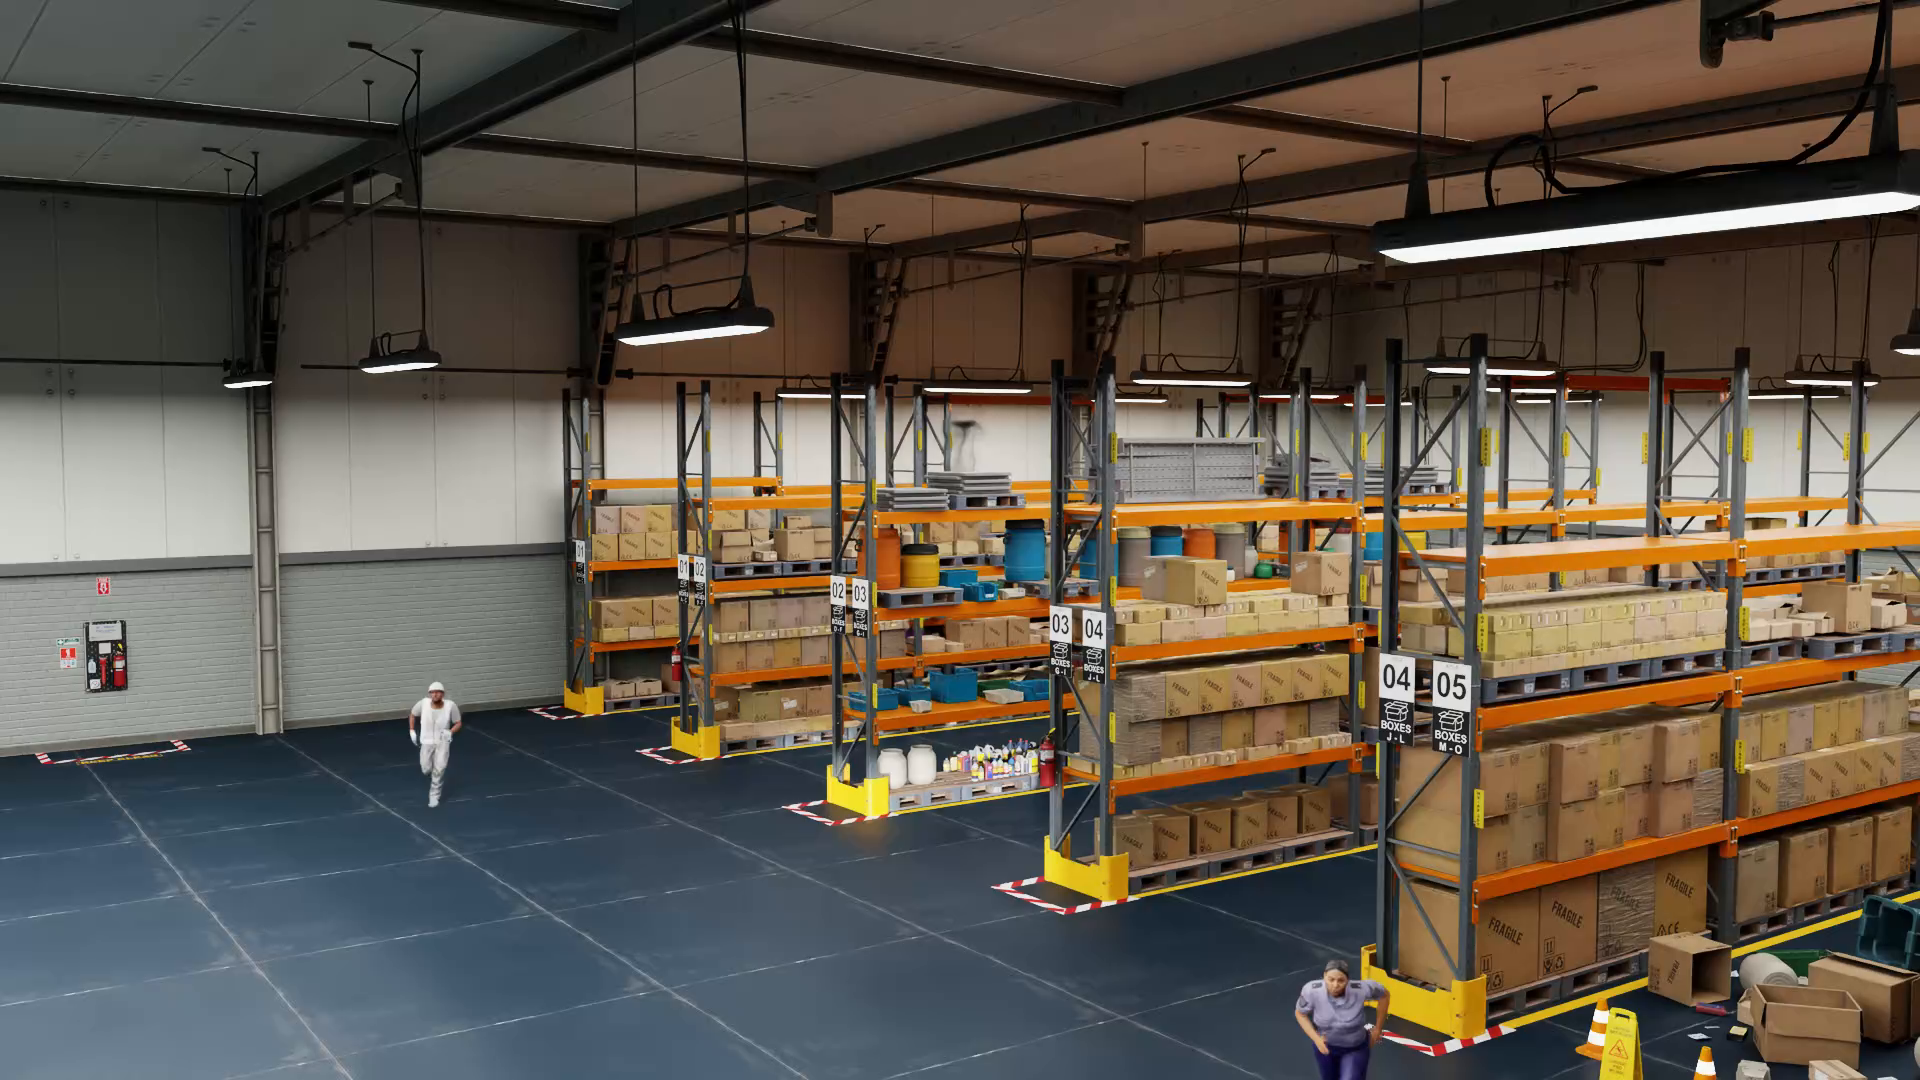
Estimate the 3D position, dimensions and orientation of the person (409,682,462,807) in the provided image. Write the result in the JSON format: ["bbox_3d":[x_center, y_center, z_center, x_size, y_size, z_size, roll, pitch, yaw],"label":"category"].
[{"bbox_3d":[-7.308,2.830,23.163,0.728,1.730,0.701,0,4,-8],"label":"person"}]

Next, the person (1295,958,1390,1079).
[{"bbox_3d":[2.713,3.665,11.804,0.648,1.588,0.962,1,4,16],"label":"person"}]

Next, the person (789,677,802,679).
[{"bbox_3d":[-2.991,2.434,30.982,0.557,1.548,0.893,3,5,40],"label":"person"}]
